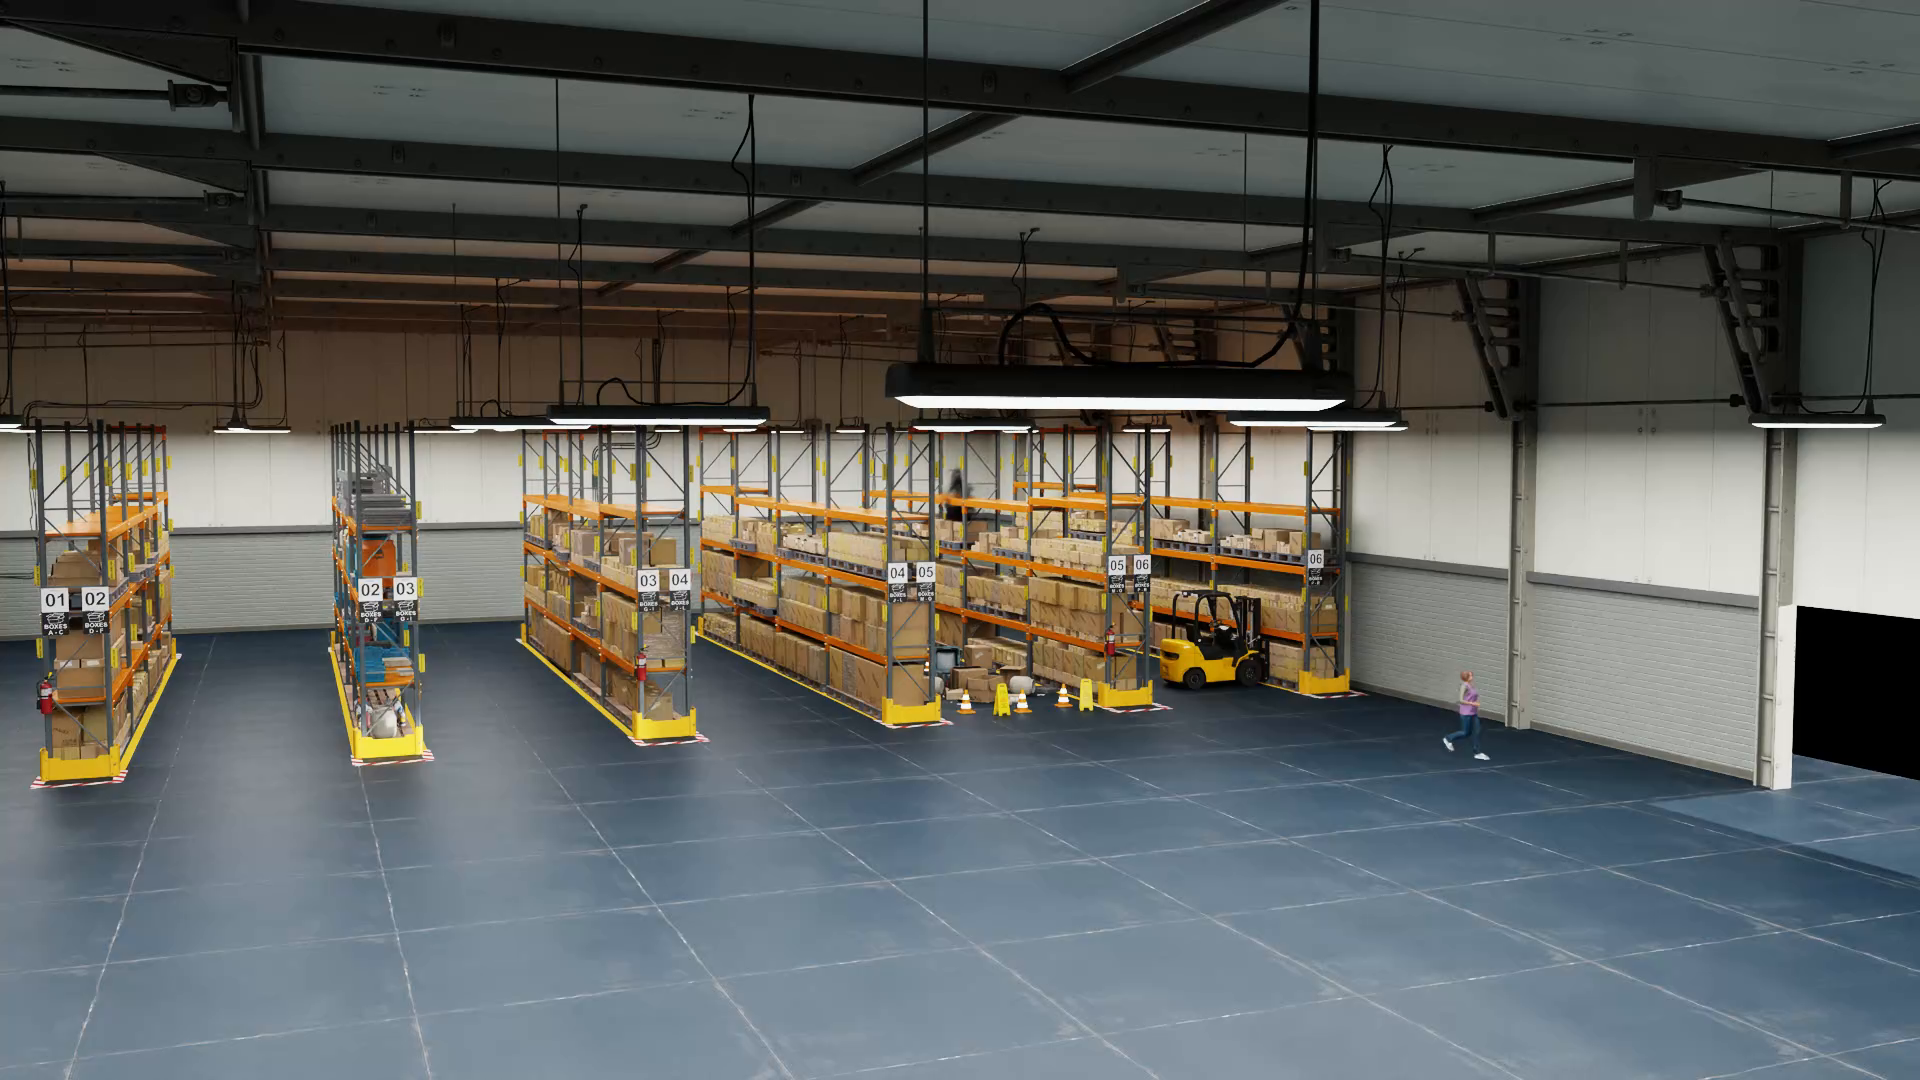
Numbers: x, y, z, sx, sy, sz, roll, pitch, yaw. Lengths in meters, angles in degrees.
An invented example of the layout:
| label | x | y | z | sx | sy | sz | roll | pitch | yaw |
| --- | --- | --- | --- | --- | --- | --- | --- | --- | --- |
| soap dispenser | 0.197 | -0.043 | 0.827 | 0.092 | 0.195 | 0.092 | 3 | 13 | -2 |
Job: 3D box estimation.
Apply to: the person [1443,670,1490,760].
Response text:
| label | x | y | z | sx | sy | sz | roll | pitch | yaw |
| --- | --- | --- | --- | --- | --- | --- | --- | --- | --- |
| person | 8.989 | 3.088 | 29.445 | 0.843 | 1.546 | 0.541 | 3 | 5 | 41 |

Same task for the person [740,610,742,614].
| label | x | y | z | sx | sy | sz | roll | pitch | yaw |
| --- | --- | --- | --- | --- | --- | --- | --- | --- | --- |
| person | -6.334 | 1.736 | 49.858 | 1.124 | 1.775 | 0.684 | -2 | 4 | -25 |

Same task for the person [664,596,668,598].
| label | x | y | z | sx | sy | sz | roll | pitch | yaw |
| --- | --- | --- | --- | --- | --- | --- | --- | --- | --- |
| person | -8.686 | 1.863 | 47.777 | 0.700 | 1.732 | 0.641 | 1 | 4 | 13 |
